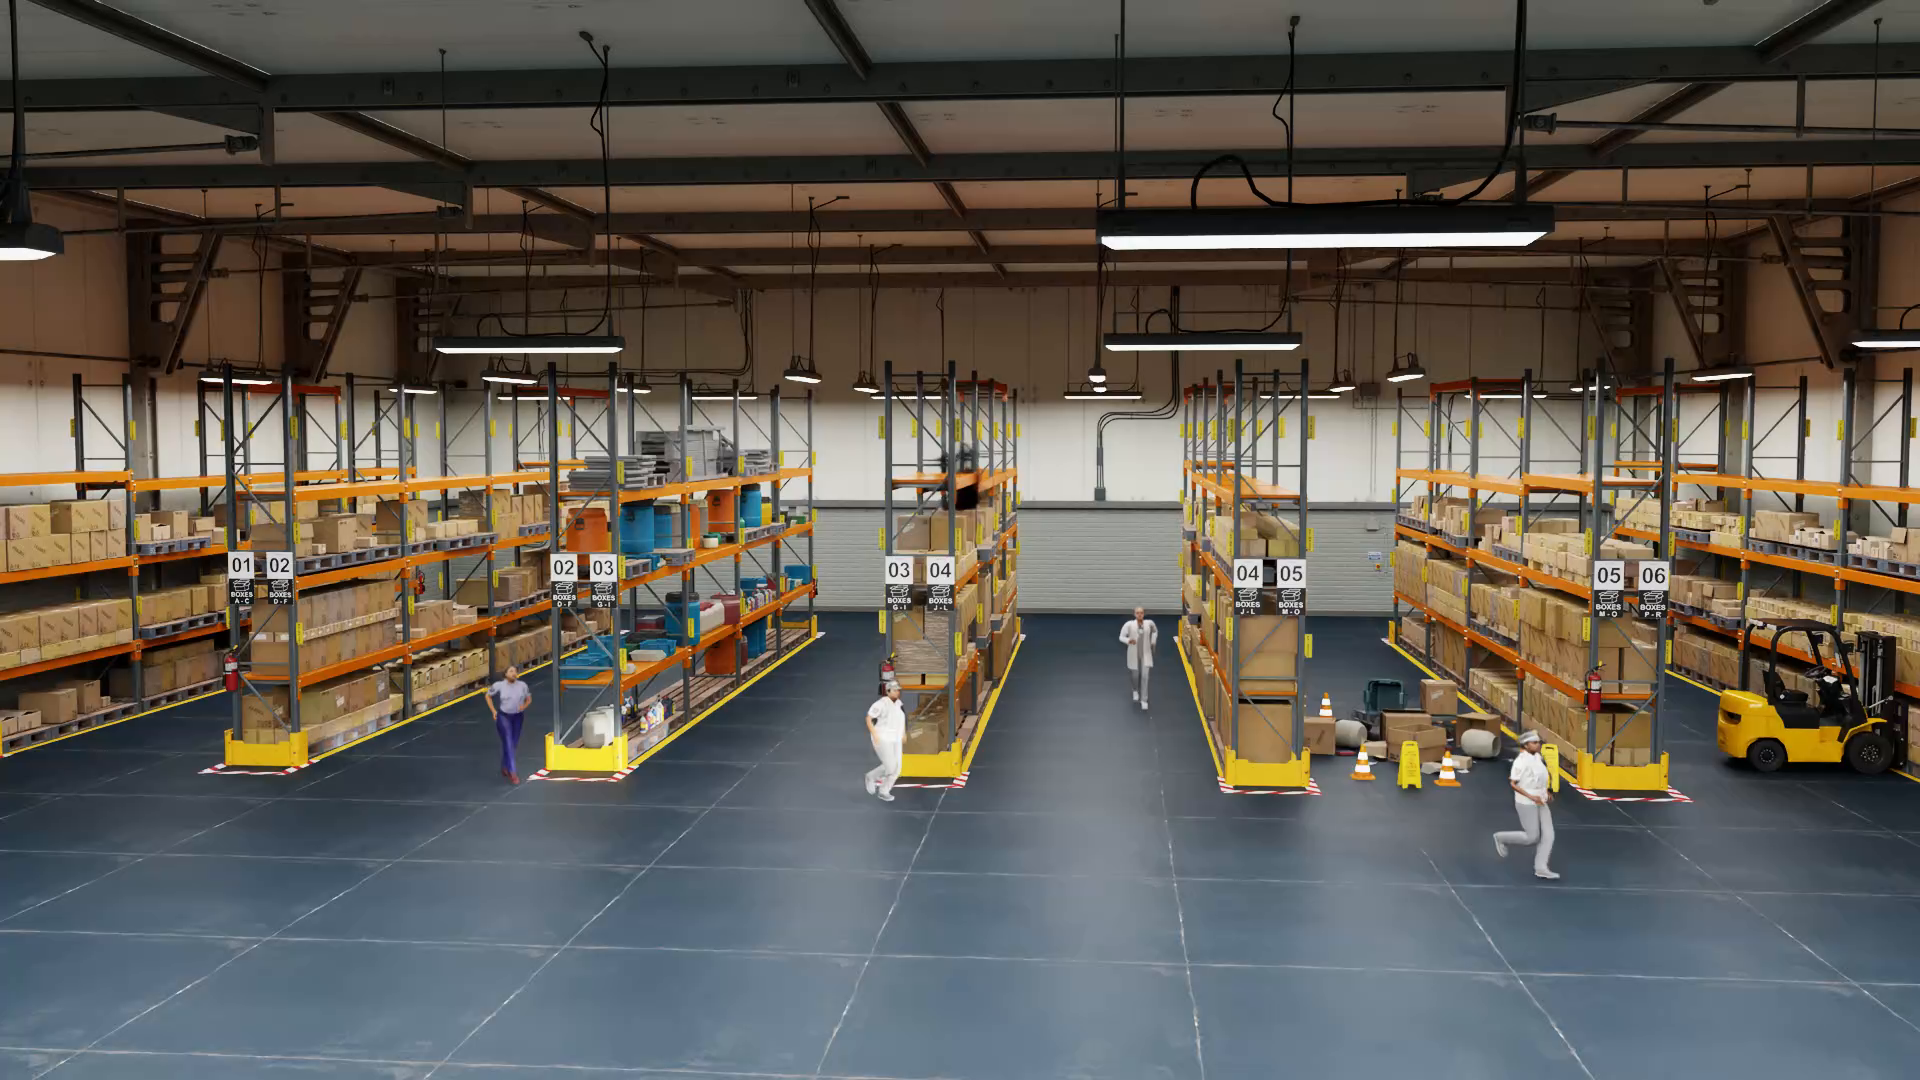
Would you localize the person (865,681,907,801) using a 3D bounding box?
[{"bbox_3d":[-0.992,2.714,22.598,0.531,1.618,0.623,3,5,37],"label":"person"}]

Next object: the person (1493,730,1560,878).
[{"bbox_3d":[6.437,2.953,18.743,0.593,1.649,0.773,-3,5,-39],"label":"person"}]

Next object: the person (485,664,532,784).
[{"bbox_3d":[-6.430,2.597,23.832,0.607,1.646,0.839,-3,5,-36],"label":"person"}]

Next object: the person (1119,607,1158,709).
[{"bbox_3d":[3.245,2.105,30.177,0.709,1.790,1.057,0,4,3],"label":"person"}]
